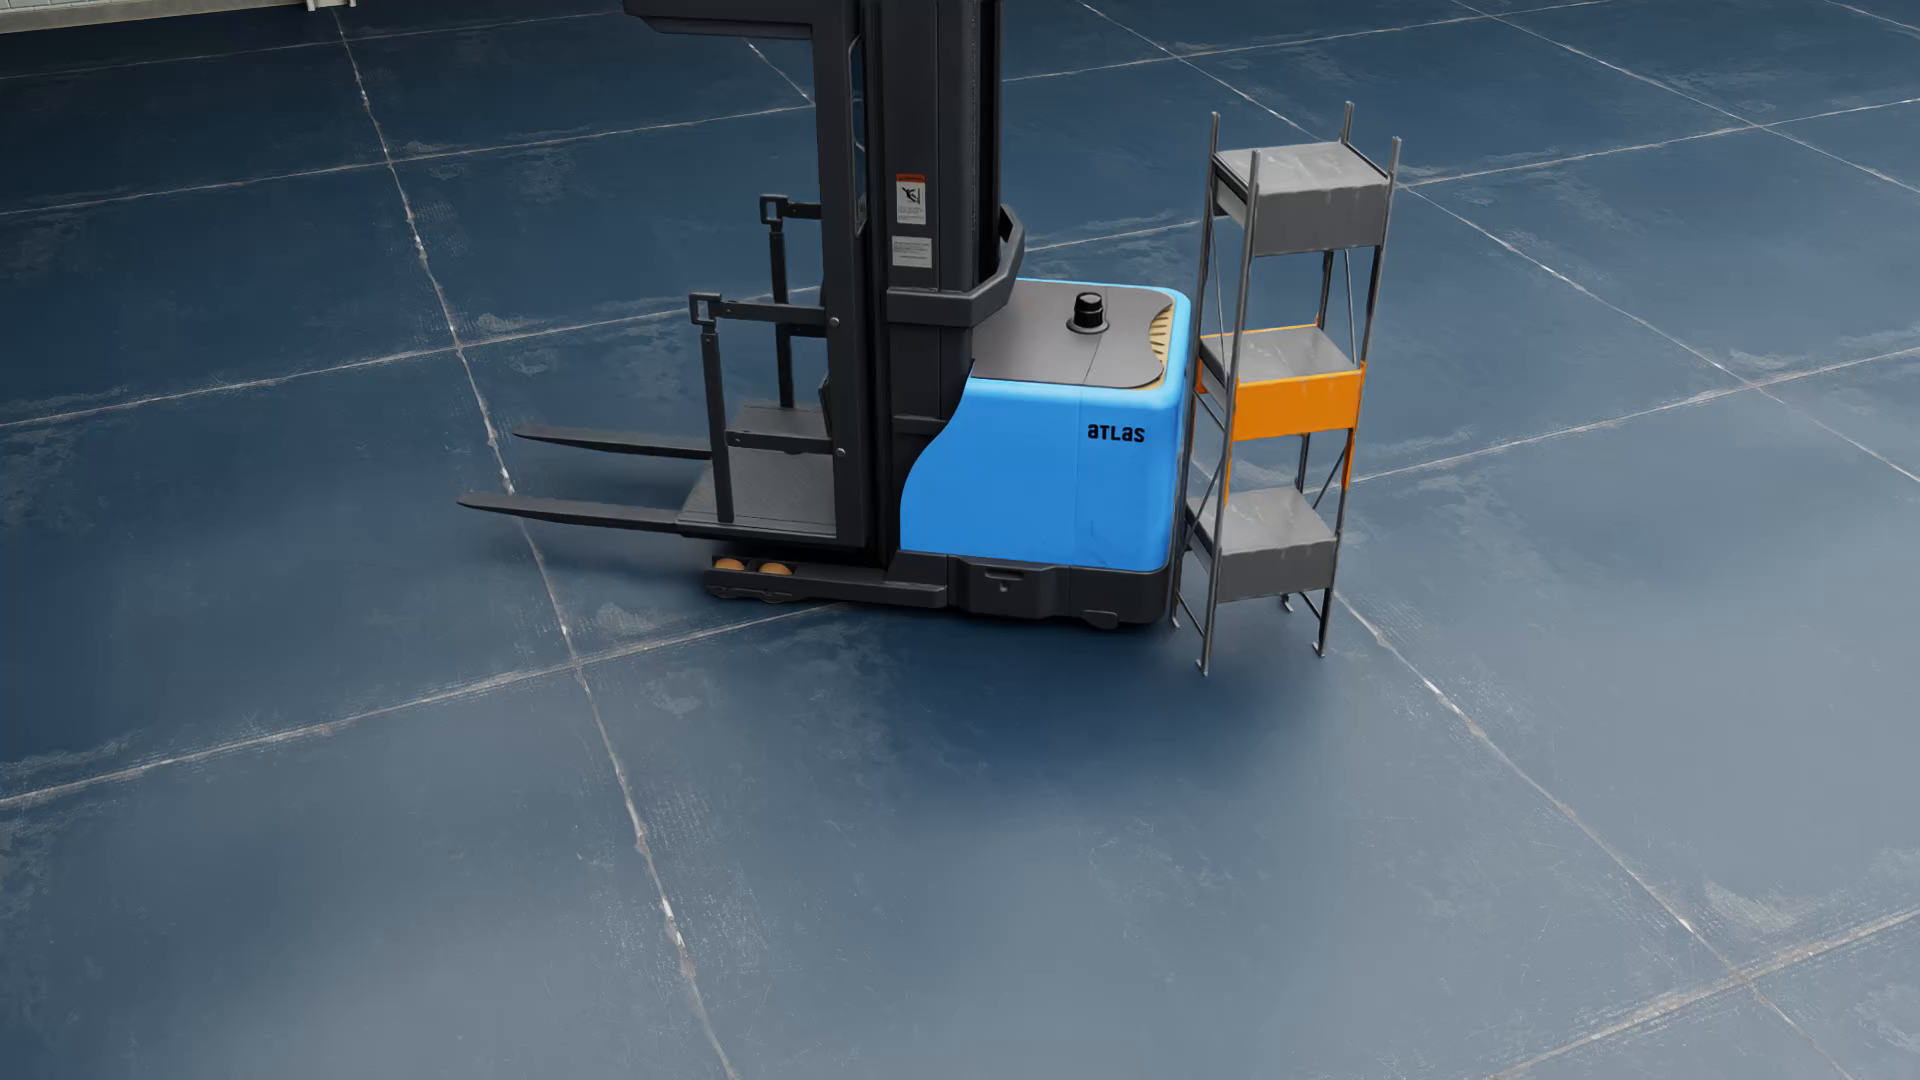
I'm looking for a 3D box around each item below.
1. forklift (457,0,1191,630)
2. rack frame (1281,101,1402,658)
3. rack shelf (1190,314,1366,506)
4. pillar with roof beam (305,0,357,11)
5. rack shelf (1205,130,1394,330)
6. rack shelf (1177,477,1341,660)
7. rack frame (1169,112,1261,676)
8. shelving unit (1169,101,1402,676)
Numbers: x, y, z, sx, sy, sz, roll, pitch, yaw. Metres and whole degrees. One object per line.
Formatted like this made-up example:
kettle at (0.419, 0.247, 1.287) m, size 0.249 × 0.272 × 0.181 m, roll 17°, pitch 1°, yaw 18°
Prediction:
forklift at (-0.600, -1.245, 6.476) m, size 3.031 × 2.935 × 1.130 m, roll 5°, pitch 33°, yaw 8°
rack frame at (1.380, -0.523, 6.128) m, size 0.015 × 2.100 × 0.400 m, roll -7°, pitch 34°, yaw -11°
rack shelf at (1.143, -0.481, 6.089) m, size 0.480 × 0.518 × 0.431 m, roll -7°, pitch 34°, yaw -11°
pillar with roof beam at (-3.772, -6.241, 8.590) m, size 0.400 × 9.000 × 9.100 m, roll -13°, pitch 35°, yaw -19°
rack shelf at (1.143, -1.067, 5.707) m, size 0.480 × 0.518 × 0.431 m, roll -7°, pitch 34°, yaw -11°
rack shelf at (1.143, 0.106, 6.470) m, size 0.480 × 0.518 × 0.431 m, roll -7°, pitch 34°, yaw -11°
rack frame at (0.905, -0.461, 6.034) m, size 0.015 × 2.100 × 0.400 m, roll -7°, pitch 34°, yaw -11°
shelving unit at (1.143, -0.492, 6.081) m, size 0.503 × 2.100 × 0.431 m, roll -7°, pitch 34°, yaw -11°
